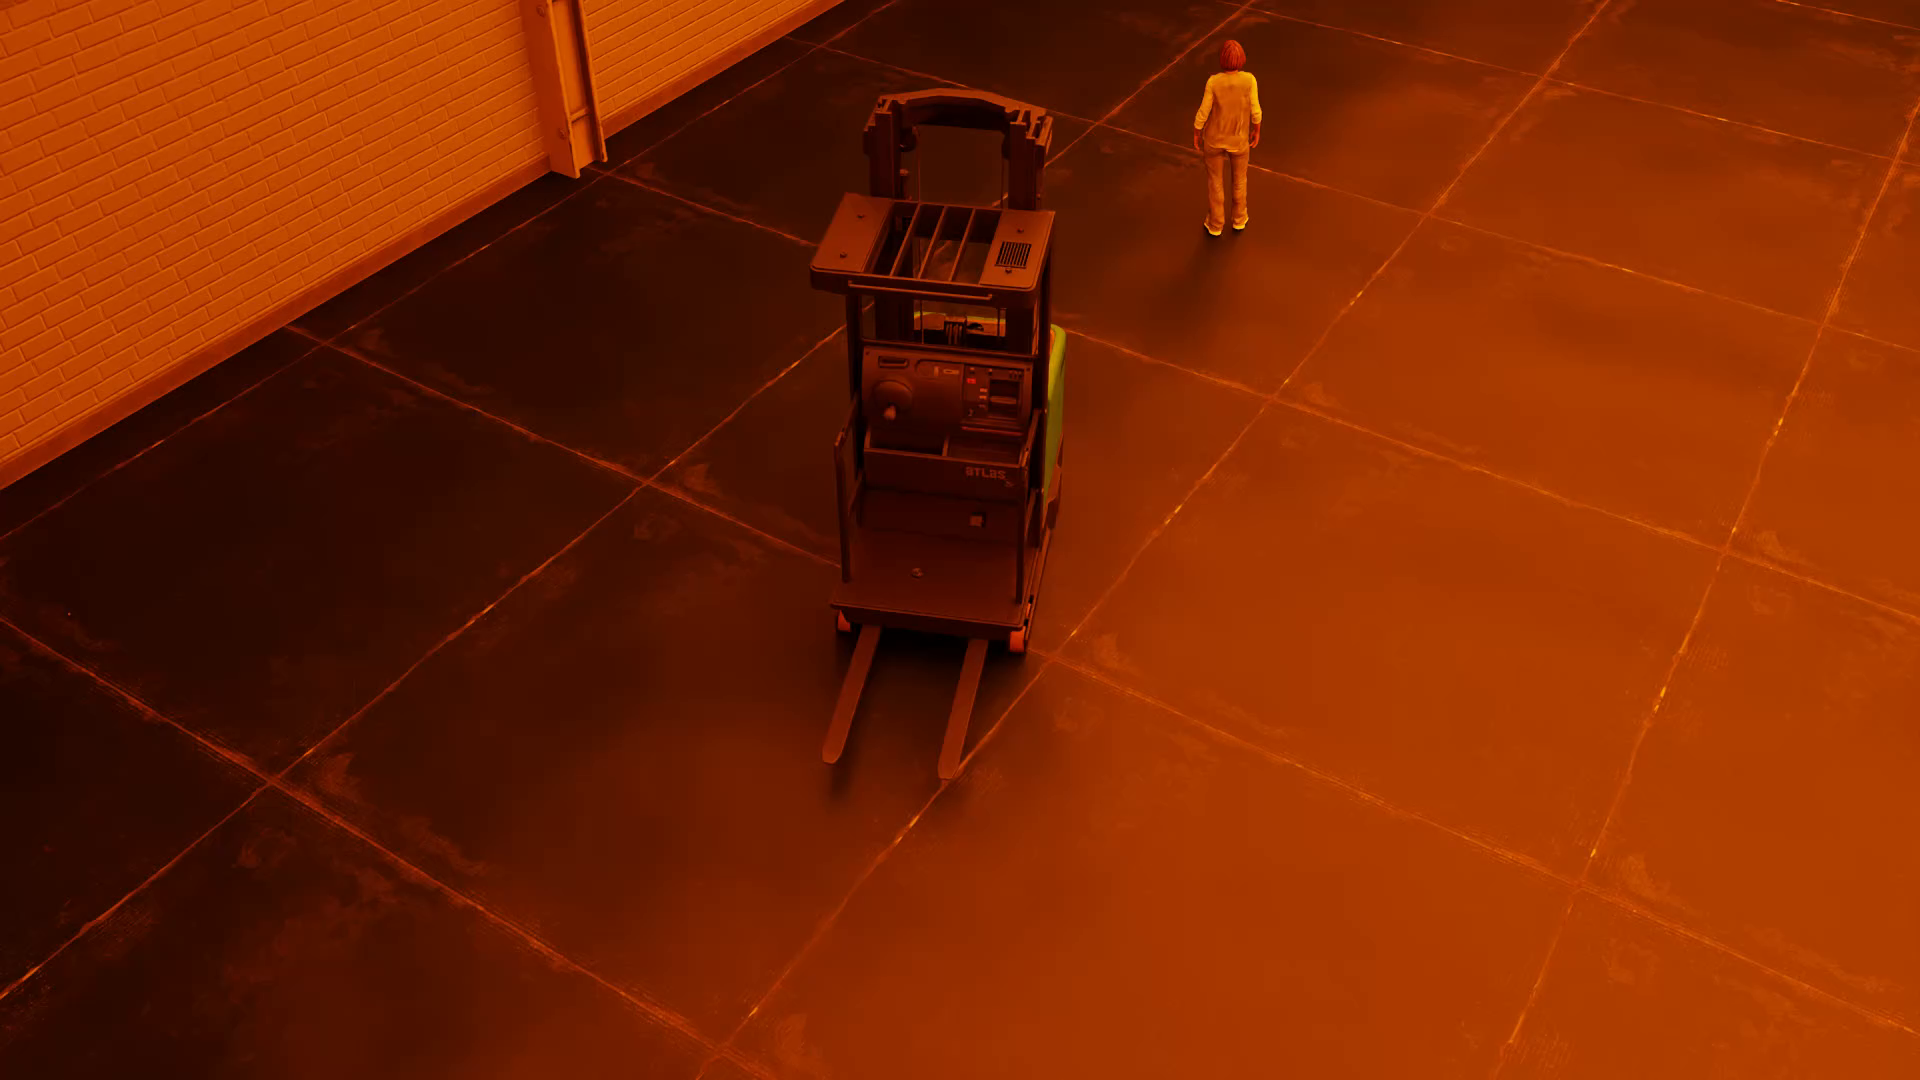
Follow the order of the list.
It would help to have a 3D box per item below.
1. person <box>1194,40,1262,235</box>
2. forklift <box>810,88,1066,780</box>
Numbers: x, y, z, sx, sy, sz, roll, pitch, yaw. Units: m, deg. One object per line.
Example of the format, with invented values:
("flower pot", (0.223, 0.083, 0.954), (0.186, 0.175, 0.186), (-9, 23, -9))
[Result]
("person", (2.021, -3.063, 12.602), (0.520, 1.597, 0.475), (2, 40, 2))
("forklift", (-0.108, -0.731, 8.830), (1.130, 2.935, 3.031), (7, 41, 8))
